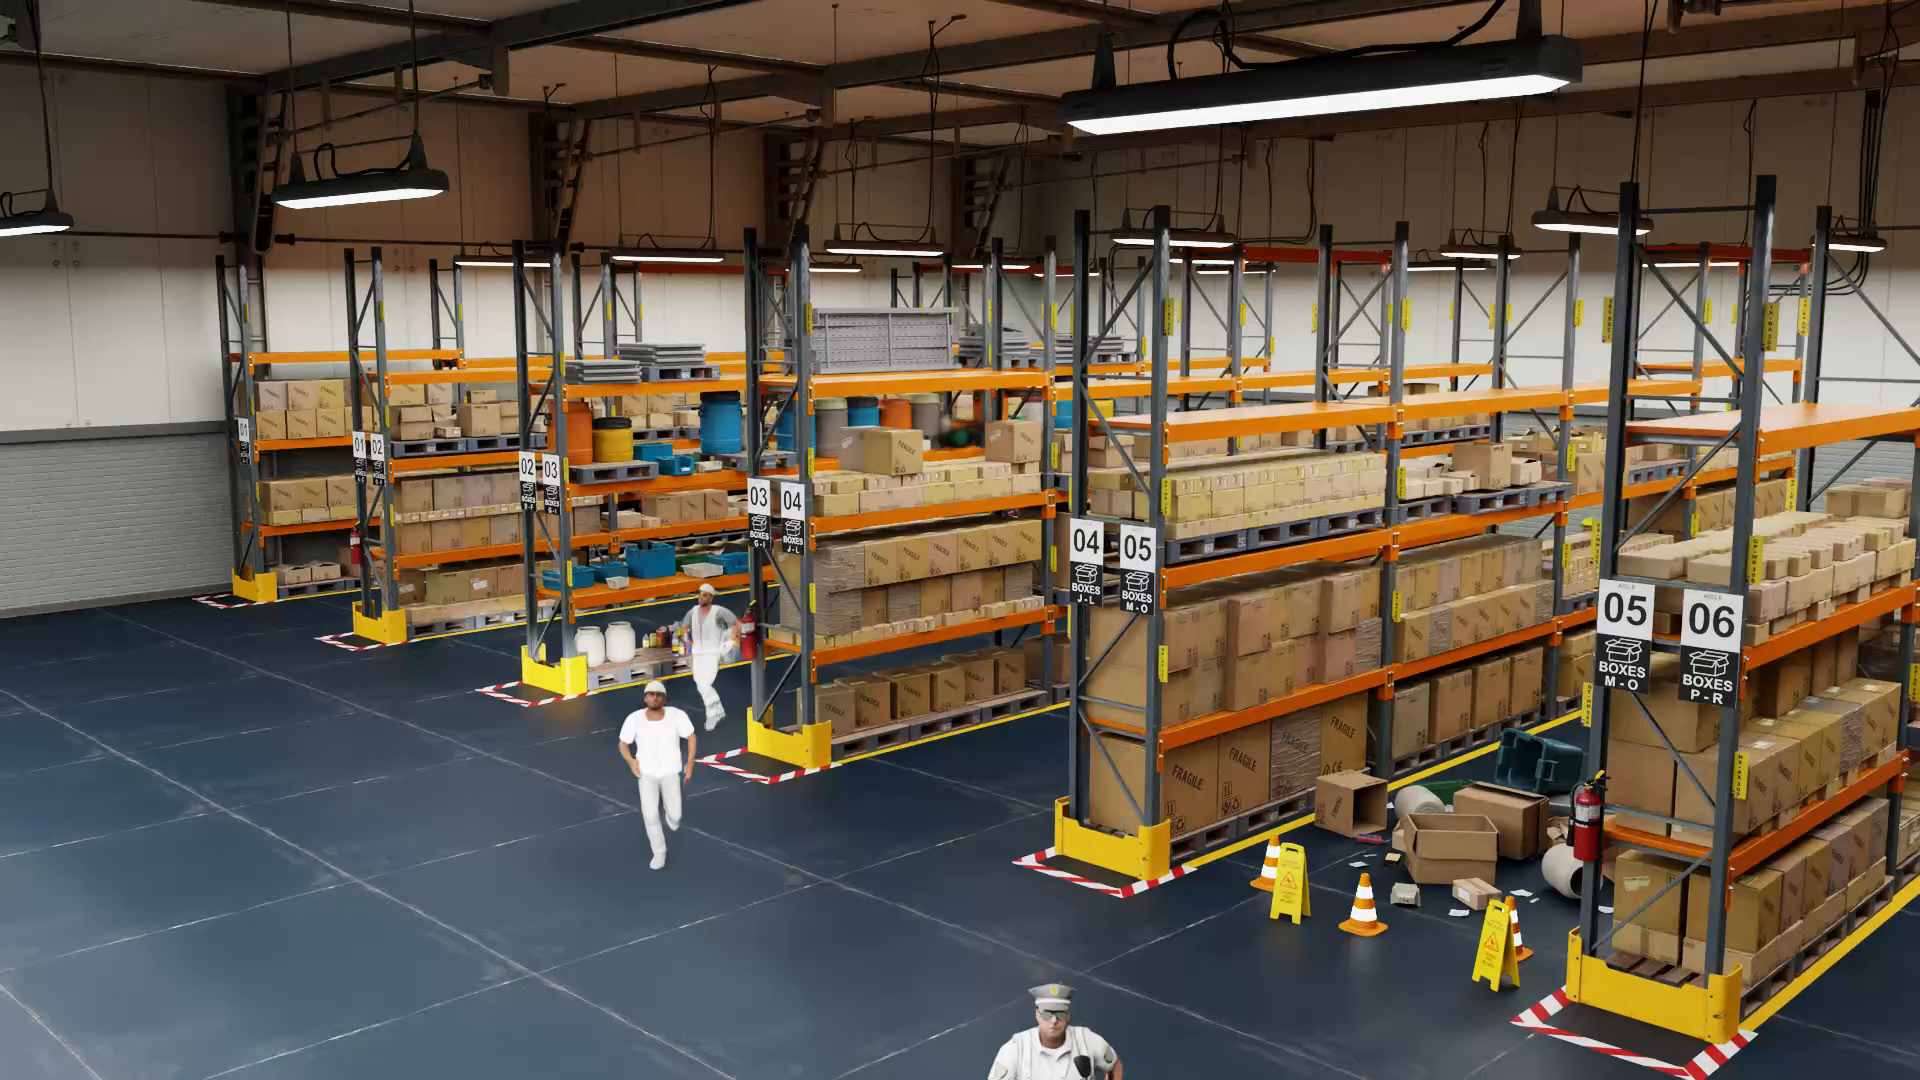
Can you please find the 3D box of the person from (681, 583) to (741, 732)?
[{"bbox_3d":[-3.093,1.427,20.294,0.722,1.803,0.630,3,9,23],"label":"person"}]

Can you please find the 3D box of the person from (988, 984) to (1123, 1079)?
[{"bbox_3d":[0.492,3.109,8.502,0.716,1.754,0.578,0,8,0],"label":"person"}]

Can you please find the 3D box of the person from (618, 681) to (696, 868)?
[{"bbox_3d":[-2.819,2.143,15.530,0.720,1.707,0.661,-2,8,-12],"label":"person"}]

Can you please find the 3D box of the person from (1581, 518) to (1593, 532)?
[{"bbox_3d":[9.972,0.546,26.525,0.711,1.813,0.702,-6,10,-34],"label":"person"}]
